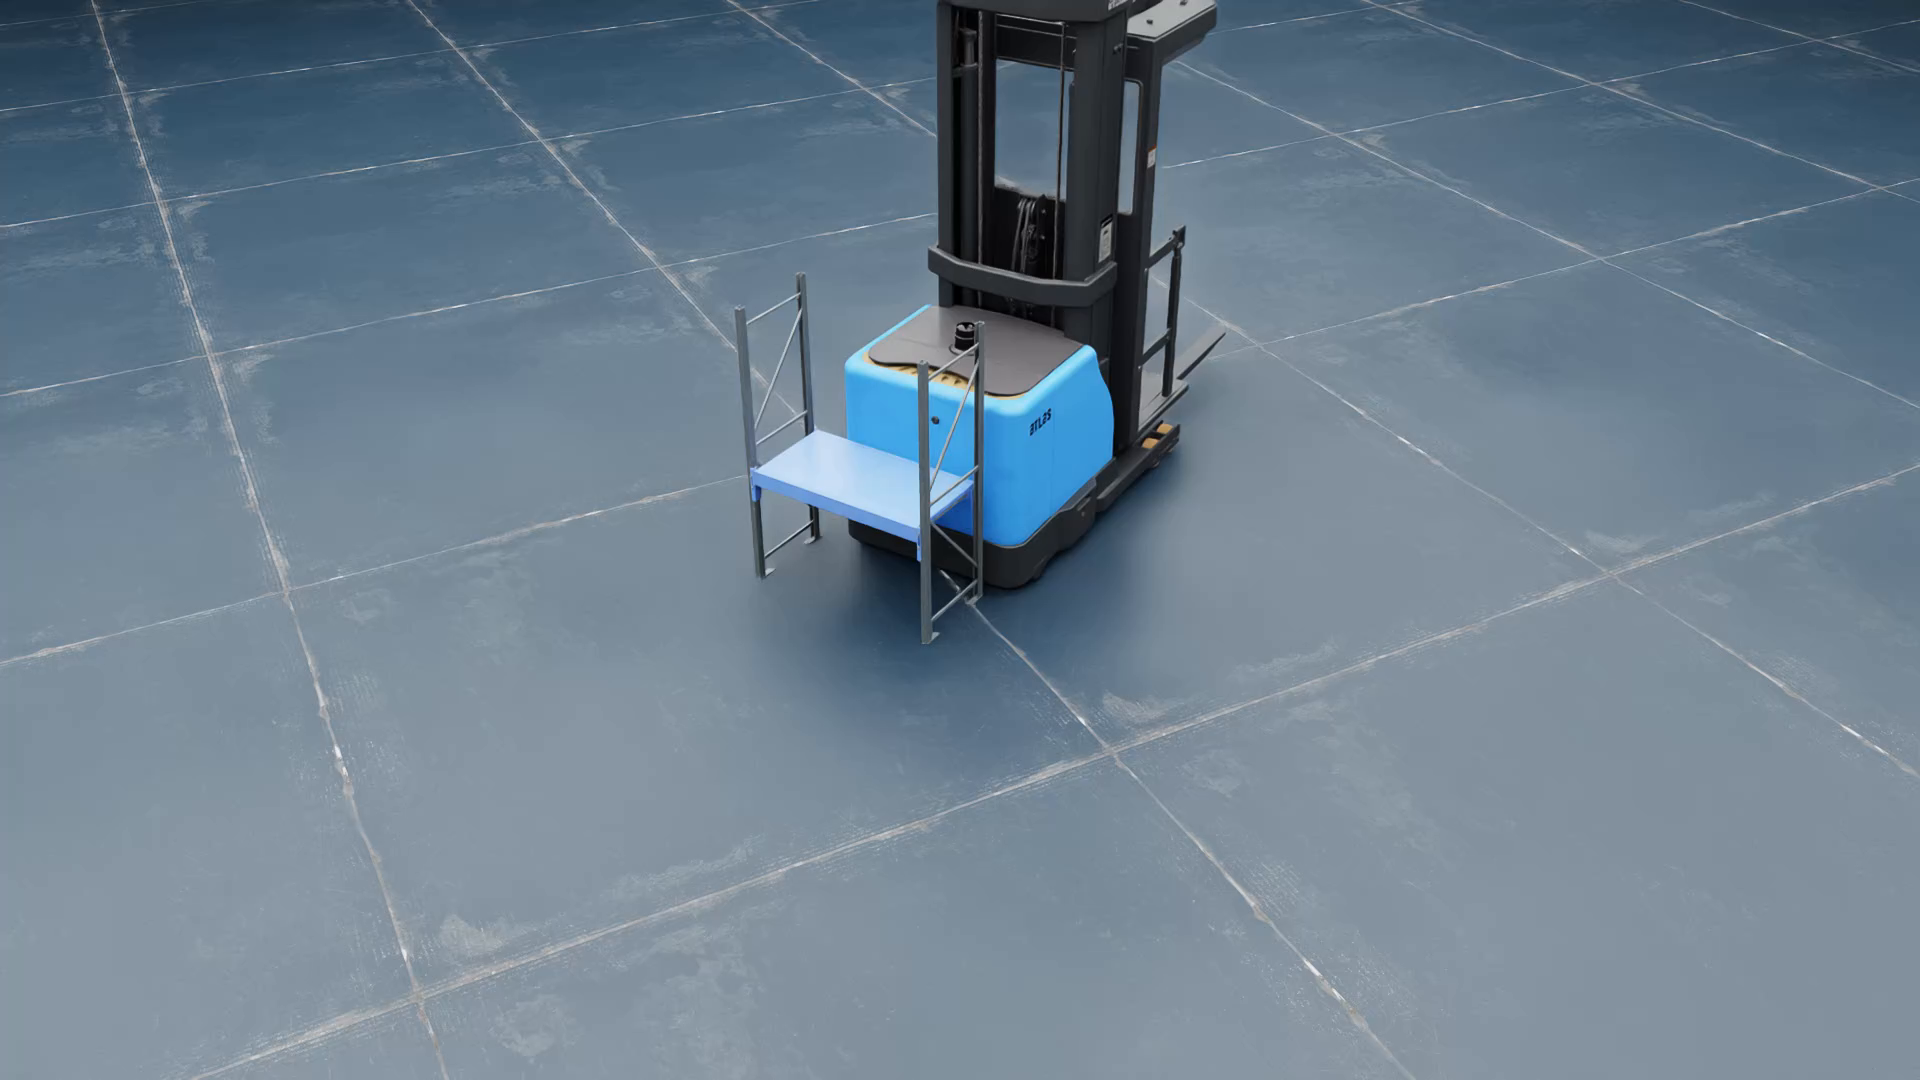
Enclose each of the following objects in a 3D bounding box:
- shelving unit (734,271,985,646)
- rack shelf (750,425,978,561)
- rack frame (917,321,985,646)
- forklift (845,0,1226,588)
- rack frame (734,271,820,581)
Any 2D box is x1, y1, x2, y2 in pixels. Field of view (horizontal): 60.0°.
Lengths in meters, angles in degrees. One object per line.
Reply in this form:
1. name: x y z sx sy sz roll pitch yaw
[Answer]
1. shelving unit: -0.461 -0.391 7.970 1.048 1.500 0.538 19 37 27
2. rack shelf: -0.461 -0.240 8.067 1.000 0.185 0.538 19 37 27
3. rack frame: -0.035 -0.242 7.736 0.032 1.500 0.500 19 37 27
4. forklift: 0.604 -1.760 8.781 1.130 2.935 3.031 18 37 26
5. rack frame: -0.887 -0.541 8.204 0.032 1.500 0.500 19 37 27
